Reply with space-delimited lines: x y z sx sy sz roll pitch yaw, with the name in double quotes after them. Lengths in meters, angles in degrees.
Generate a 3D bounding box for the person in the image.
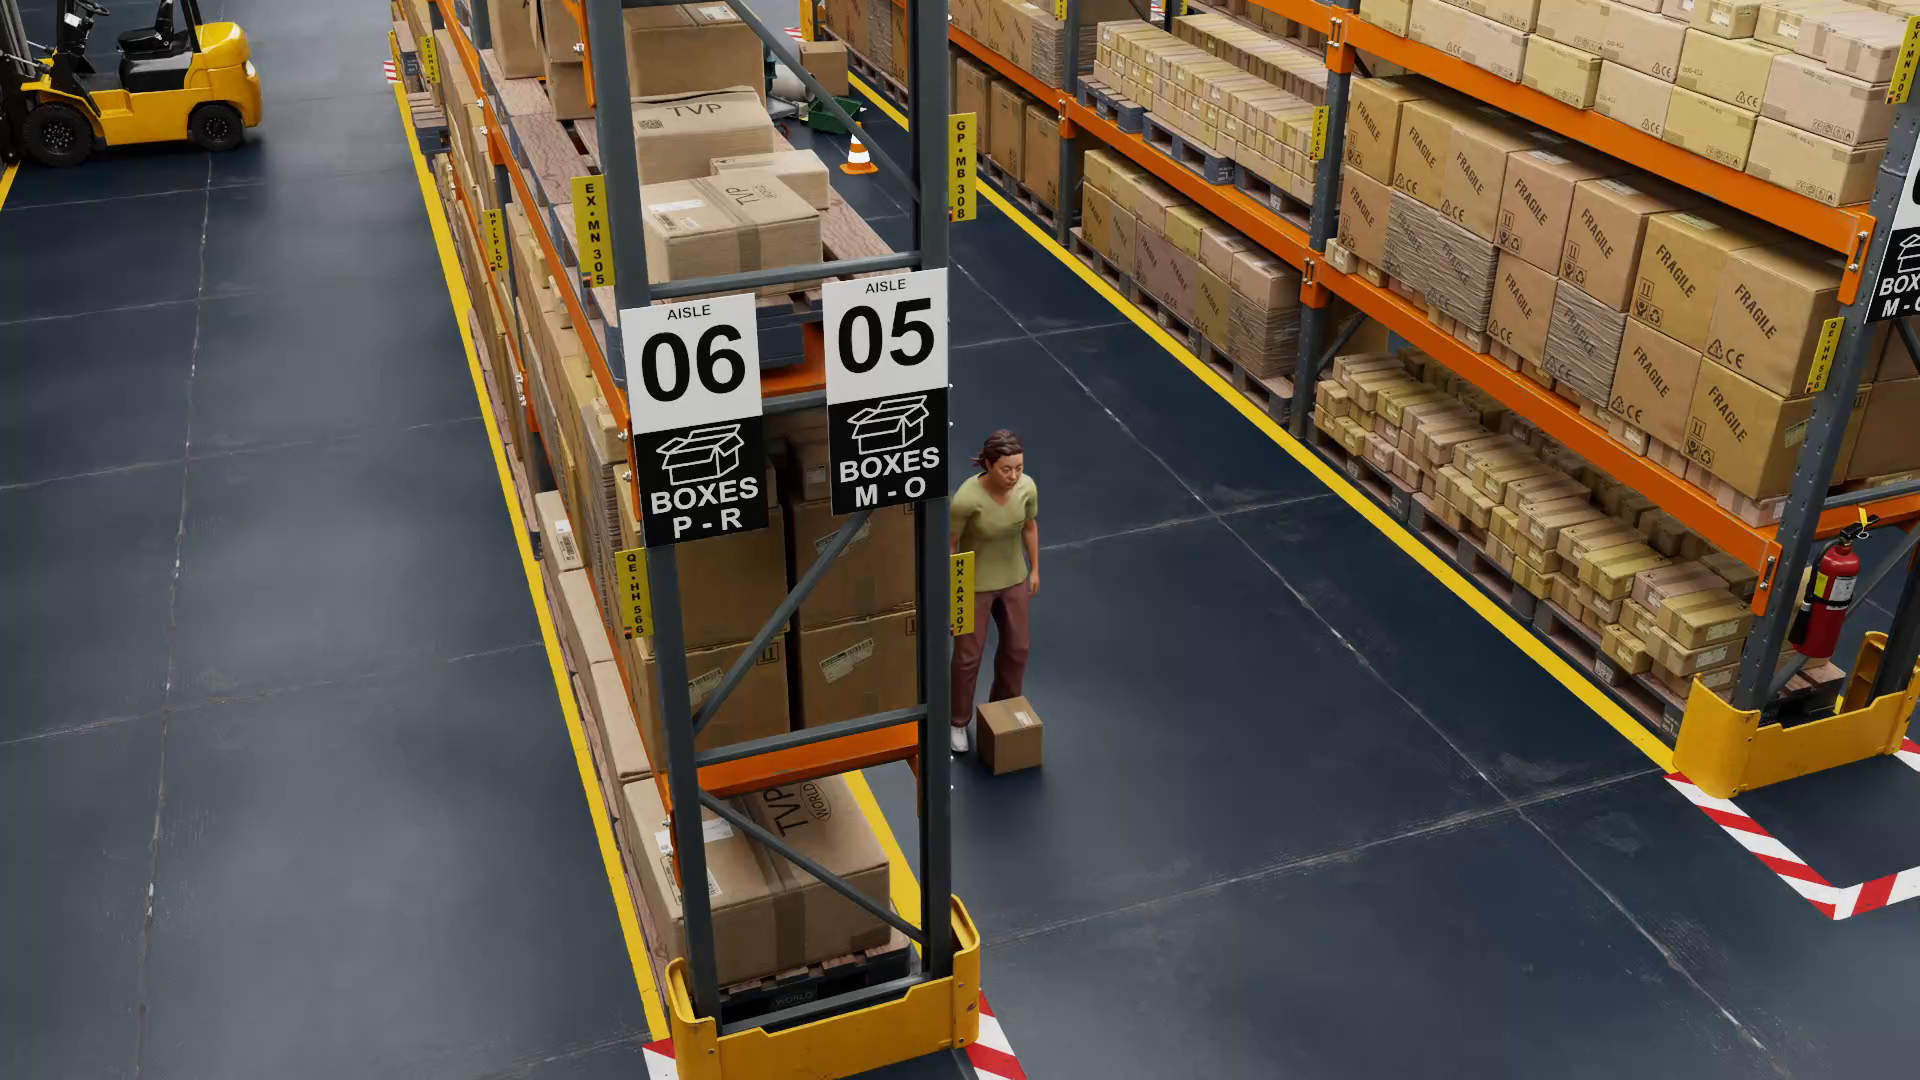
0.157 0.220 7.960 0.519 1.671 0.365 -12 32 -19 "person"
